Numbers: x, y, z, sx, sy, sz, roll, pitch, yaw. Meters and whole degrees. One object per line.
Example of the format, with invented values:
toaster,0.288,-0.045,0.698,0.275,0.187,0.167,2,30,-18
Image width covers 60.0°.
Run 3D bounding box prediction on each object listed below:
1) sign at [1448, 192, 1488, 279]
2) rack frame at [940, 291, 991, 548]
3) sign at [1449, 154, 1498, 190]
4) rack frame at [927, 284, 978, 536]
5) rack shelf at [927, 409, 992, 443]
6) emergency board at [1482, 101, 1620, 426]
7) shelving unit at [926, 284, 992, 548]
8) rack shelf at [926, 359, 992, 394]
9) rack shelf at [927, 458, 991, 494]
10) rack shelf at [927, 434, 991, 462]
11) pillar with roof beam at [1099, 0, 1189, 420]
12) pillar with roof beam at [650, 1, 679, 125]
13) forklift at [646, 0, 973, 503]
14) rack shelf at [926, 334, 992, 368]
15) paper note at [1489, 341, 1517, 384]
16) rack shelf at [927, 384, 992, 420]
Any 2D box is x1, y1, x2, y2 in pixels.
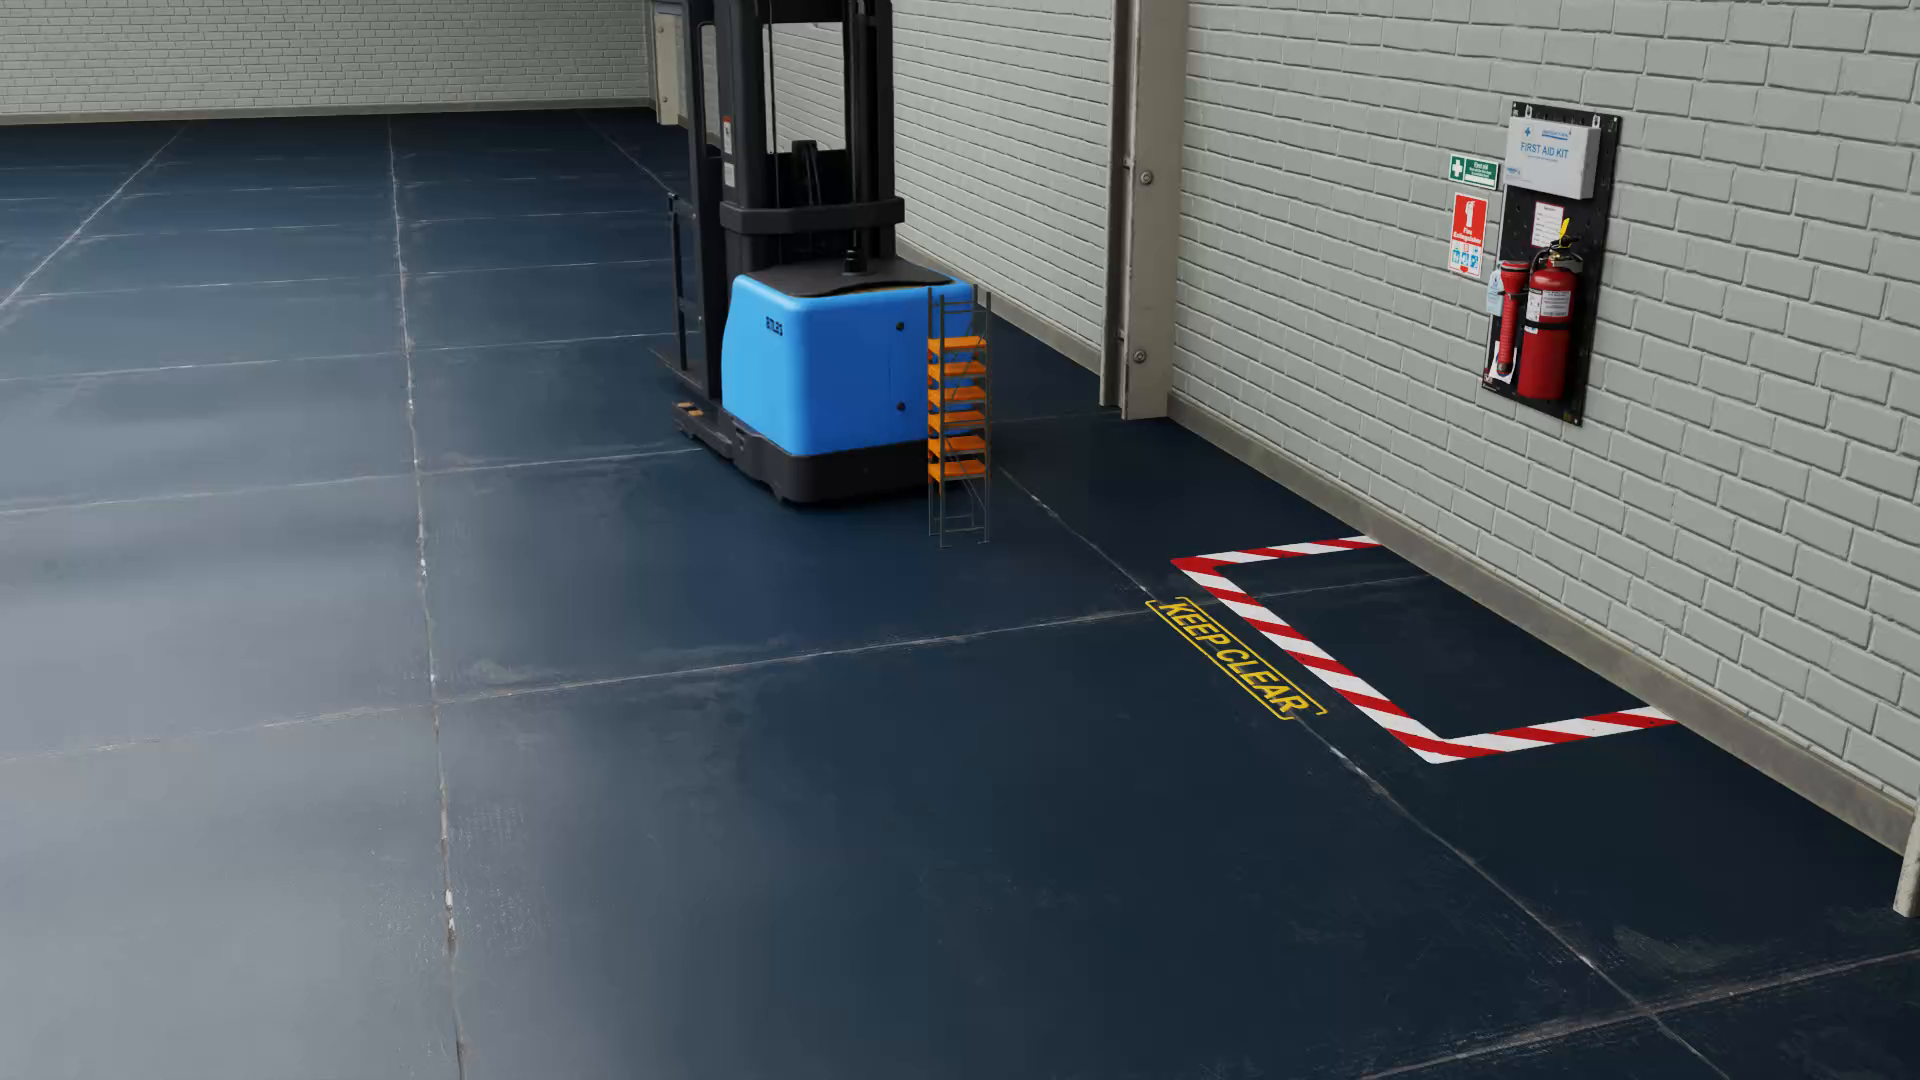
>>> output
sign,2.136,-1.283,6.999,0.001,0.329,0.234,-6,21,-17
rack frame,0.024,-0.540,7.645,0.240,1.200,0.006,-6,21,-17
sign,2.129,-1.530,6.902,0.001,0.109,0.331,-6,21,-17
rack frame,-0.033,-0.599,7.808,0.240,1.200,0.006,-6,21,-17
rack shelf,-0.005,-0.528,7.742,0.258,0.103,0.180,-6,21,-17
emergency board,2.212,-1.078,6.480,0.194,1.169,0.643,-6,21,-17
shelving unit,-0.005,-0.569,7.727,0.258,1.200,0.189,-6,21,-17
rack shelf,-0.005,-0.753,7.660,0.258,0.103,0.180,-6,21,-17
rack shelf,-0.005,-0.302,7.823,0.258,0.103,0.180,-6,21,-17
rack shelf,-0.005,-0.415,7.782,0.258,0.103,0.180,-6,21,-17
pillar with roof beam,-3.020,-4.572,7.334,9.100,9.000,0.400,-6,21,-17
pillar with roof beam,-8.678,-10.349,23.416,9.100,9.000,0.400,-6,21,-17
forklift,-1.035,-2.019,9.202,1.130,2.935,3.031,-10,22,-26
rack shelf,-0.005,-0.866,7.620,0.258,0.103,0.180,-6,21,-17
paper note,2.222,-0.728,6.808,0.016,0.148,0.142,-6,21,-17
rack shelf,-0.005,-0.640,7.701,0.258,0.103,0.180,-6,21,-17
